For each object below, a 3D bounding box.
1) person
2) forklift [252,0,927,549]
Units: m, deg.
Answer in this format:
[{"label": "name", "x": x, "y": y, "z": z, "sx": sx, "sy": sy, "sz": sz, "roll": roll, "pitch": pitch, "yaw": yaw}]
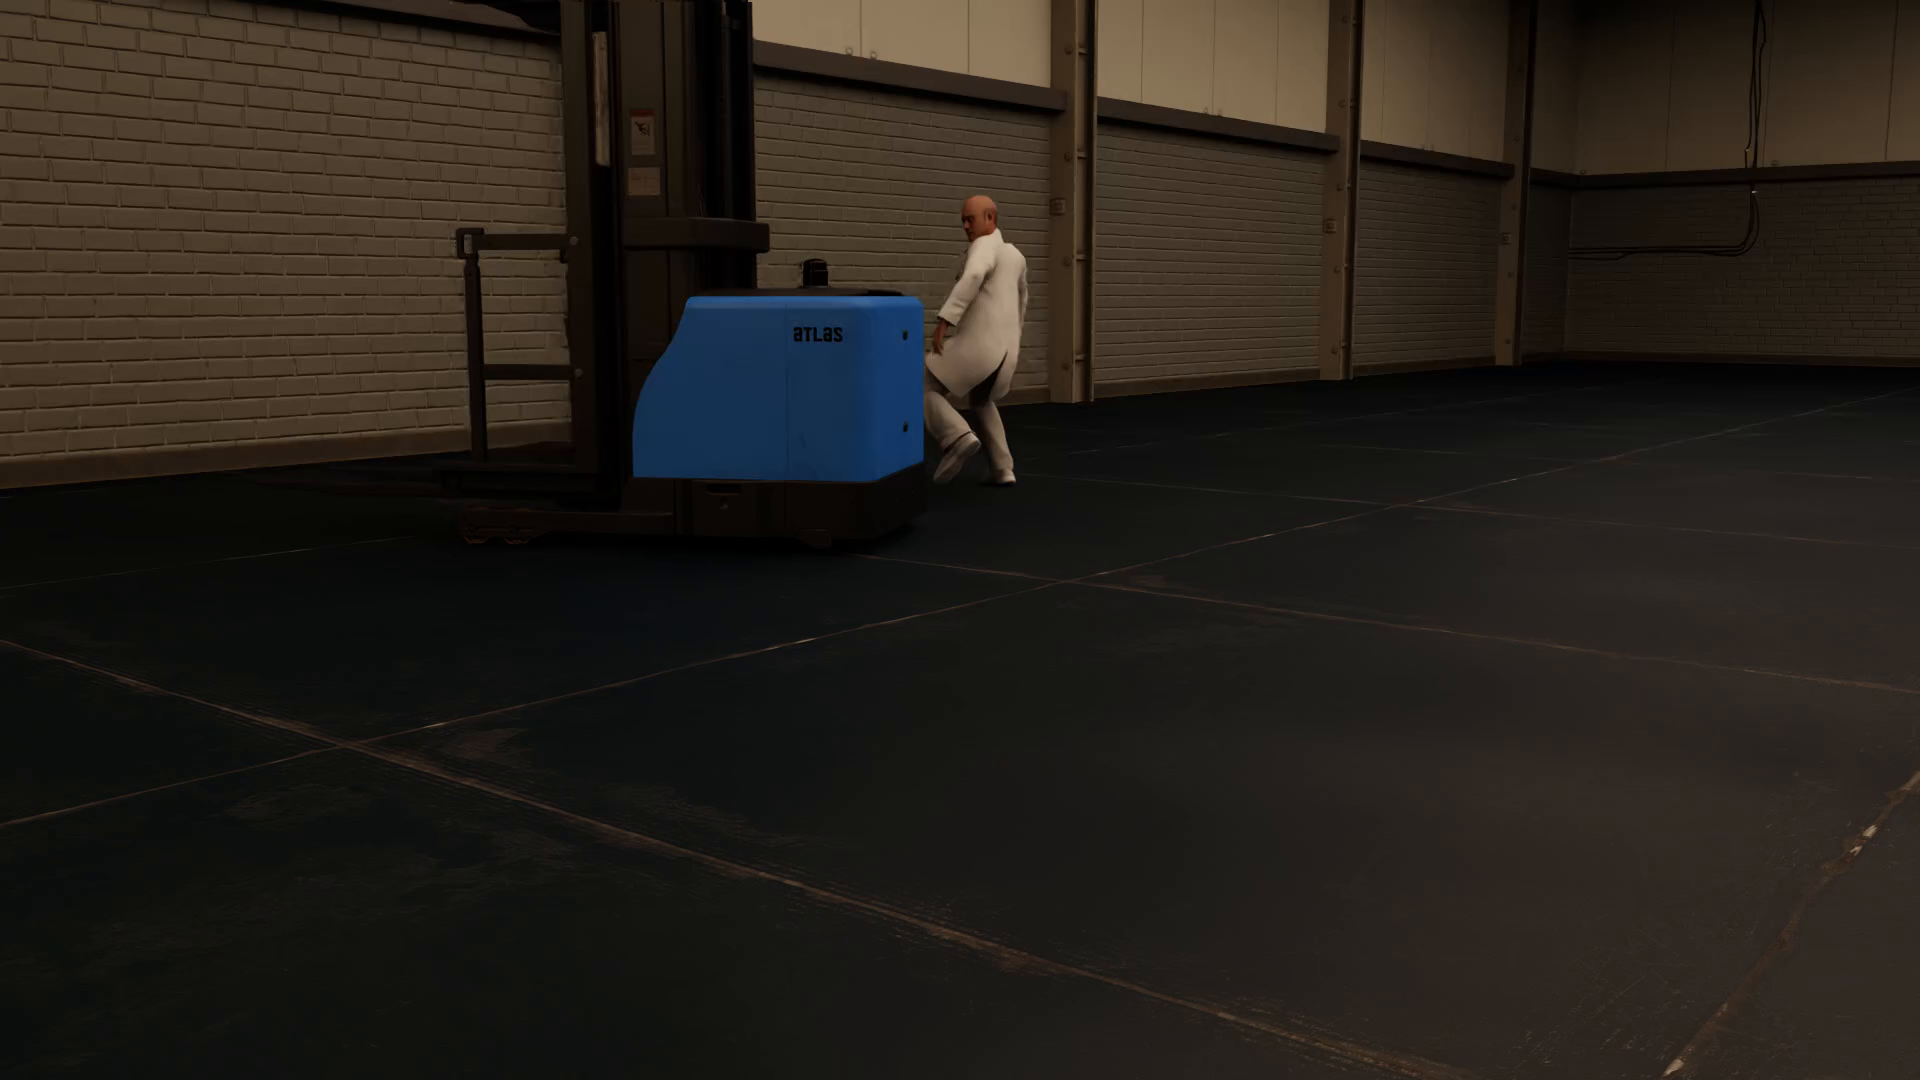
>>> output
[{"label": "person", "x": 0.111, "y": -1.094, "z": 9.348, "sx": 0.543, "sy": 1.662, "sz": 1.026, "roll": 7, "pitch": 11, "yaw": 40}, {"label": "forklift", "x": -1.727, "y": -1.497, "z": 7.511, "sx": 3.031, "sy": 2.935, "sz": 1.130, "roll": 2, "pitch": 9, "yaw": 12}]
